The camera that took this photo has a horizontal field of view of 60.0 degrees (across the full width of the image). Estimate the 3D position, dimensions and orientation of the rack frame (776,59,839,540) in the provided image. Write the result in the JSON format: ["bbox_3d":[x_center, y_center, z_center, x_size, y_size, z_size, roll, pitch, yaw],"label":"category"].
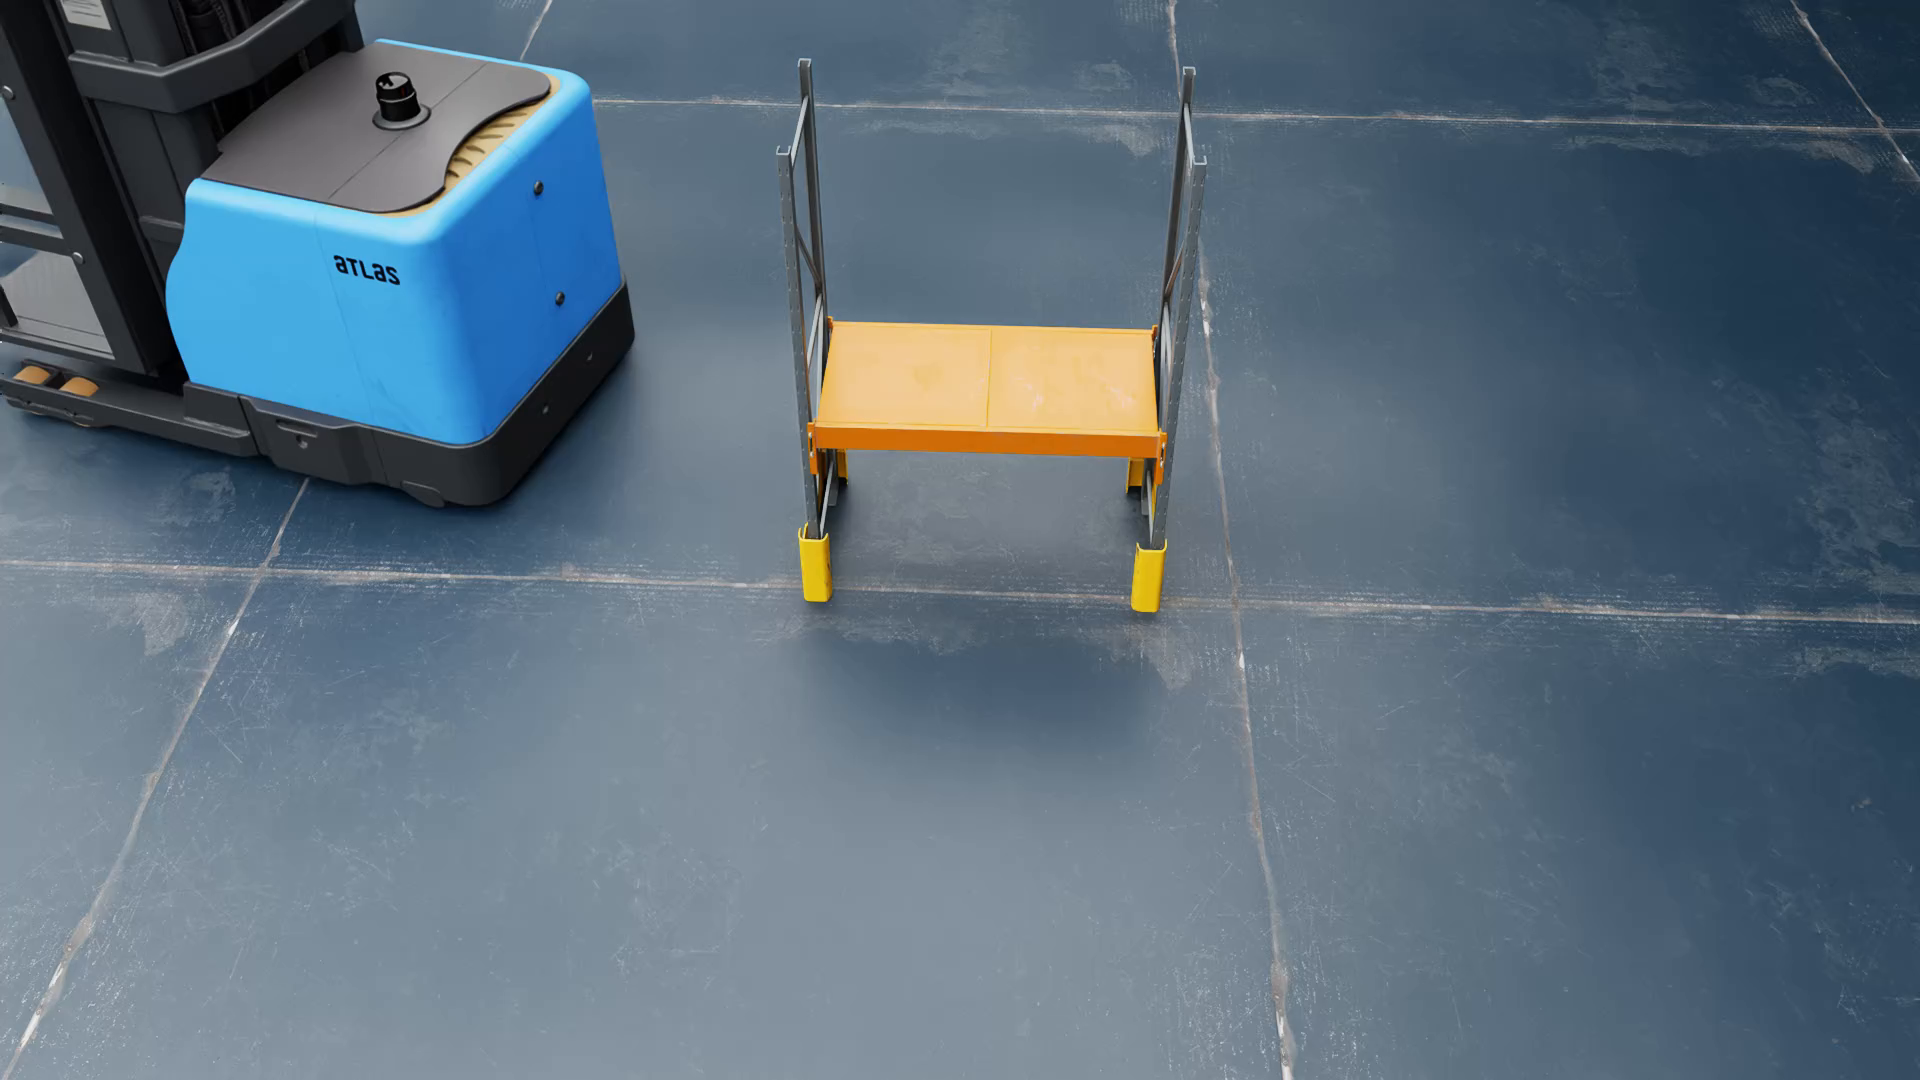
[{"bbox_3d":[-0.423,-0.562,4.753,0.032,1.500,0.500,2,43,2],"label":"rack frame"}]

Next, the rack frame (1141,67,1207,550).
[{"bbox_3d":[0.593,-0.531,4.719,0.032,1.500,0.500,2,43,2],"label":"rack frame"}]

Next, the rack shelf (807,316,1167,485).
[{"bbox_3d":[0.085,-0.415,4.859,1.000,0.185,0.538,2,43,2],"label":"rack shelf"}]

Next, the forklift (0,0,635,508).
[{"bbox_3d":[-2.730,-1.783,5.014,3.031,2.935,1.130,13,45,14],"label":"forklift"}]

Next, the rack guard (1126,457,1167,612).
[{"bbox_3d":[0.574,-0.074,5.146,0.087,0.250,0.587,2,43,2],"label":"rack guard"}]

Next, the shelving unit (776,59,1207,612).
[{"bbox_3d":[0.076,-0.546,4.736,1.083,1.500,0.587,2,43,2],"label":"shelving unit"}]

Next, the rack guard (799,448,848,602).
[{"bbox_3d":[-0.421,-0.104,5.179,0.087,0.250,0.587,2,43,2],"label":"rack guard"}]
